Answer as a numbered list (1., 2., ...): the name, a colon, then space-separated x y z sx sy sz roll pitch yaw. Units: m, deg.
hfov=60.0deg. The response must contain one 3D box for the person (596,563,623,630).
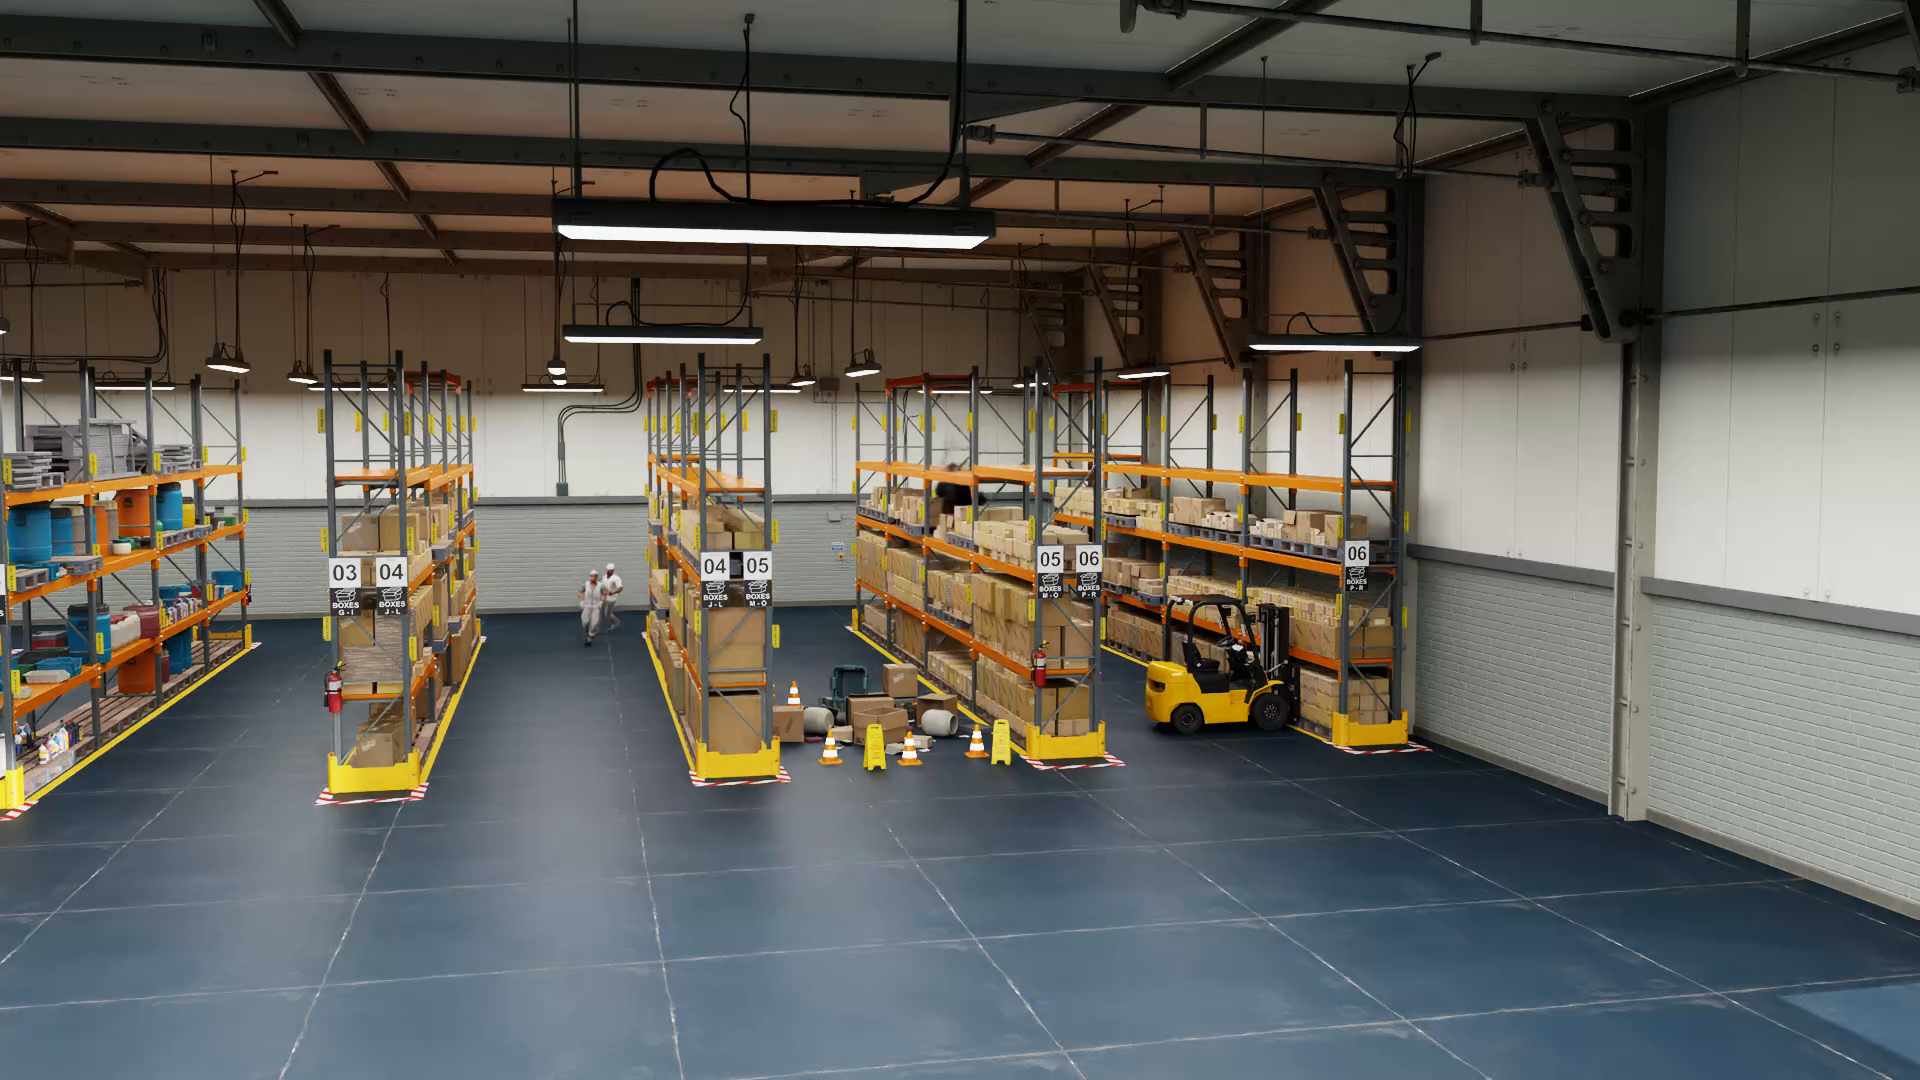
1. person: -8.299 1.358 39.695 0.739 1.622 0.729 3 5 36

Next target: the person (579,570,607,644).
1. person: -8.315 1.537 37.653 0.635 1.720 0.593 0 4 -7
